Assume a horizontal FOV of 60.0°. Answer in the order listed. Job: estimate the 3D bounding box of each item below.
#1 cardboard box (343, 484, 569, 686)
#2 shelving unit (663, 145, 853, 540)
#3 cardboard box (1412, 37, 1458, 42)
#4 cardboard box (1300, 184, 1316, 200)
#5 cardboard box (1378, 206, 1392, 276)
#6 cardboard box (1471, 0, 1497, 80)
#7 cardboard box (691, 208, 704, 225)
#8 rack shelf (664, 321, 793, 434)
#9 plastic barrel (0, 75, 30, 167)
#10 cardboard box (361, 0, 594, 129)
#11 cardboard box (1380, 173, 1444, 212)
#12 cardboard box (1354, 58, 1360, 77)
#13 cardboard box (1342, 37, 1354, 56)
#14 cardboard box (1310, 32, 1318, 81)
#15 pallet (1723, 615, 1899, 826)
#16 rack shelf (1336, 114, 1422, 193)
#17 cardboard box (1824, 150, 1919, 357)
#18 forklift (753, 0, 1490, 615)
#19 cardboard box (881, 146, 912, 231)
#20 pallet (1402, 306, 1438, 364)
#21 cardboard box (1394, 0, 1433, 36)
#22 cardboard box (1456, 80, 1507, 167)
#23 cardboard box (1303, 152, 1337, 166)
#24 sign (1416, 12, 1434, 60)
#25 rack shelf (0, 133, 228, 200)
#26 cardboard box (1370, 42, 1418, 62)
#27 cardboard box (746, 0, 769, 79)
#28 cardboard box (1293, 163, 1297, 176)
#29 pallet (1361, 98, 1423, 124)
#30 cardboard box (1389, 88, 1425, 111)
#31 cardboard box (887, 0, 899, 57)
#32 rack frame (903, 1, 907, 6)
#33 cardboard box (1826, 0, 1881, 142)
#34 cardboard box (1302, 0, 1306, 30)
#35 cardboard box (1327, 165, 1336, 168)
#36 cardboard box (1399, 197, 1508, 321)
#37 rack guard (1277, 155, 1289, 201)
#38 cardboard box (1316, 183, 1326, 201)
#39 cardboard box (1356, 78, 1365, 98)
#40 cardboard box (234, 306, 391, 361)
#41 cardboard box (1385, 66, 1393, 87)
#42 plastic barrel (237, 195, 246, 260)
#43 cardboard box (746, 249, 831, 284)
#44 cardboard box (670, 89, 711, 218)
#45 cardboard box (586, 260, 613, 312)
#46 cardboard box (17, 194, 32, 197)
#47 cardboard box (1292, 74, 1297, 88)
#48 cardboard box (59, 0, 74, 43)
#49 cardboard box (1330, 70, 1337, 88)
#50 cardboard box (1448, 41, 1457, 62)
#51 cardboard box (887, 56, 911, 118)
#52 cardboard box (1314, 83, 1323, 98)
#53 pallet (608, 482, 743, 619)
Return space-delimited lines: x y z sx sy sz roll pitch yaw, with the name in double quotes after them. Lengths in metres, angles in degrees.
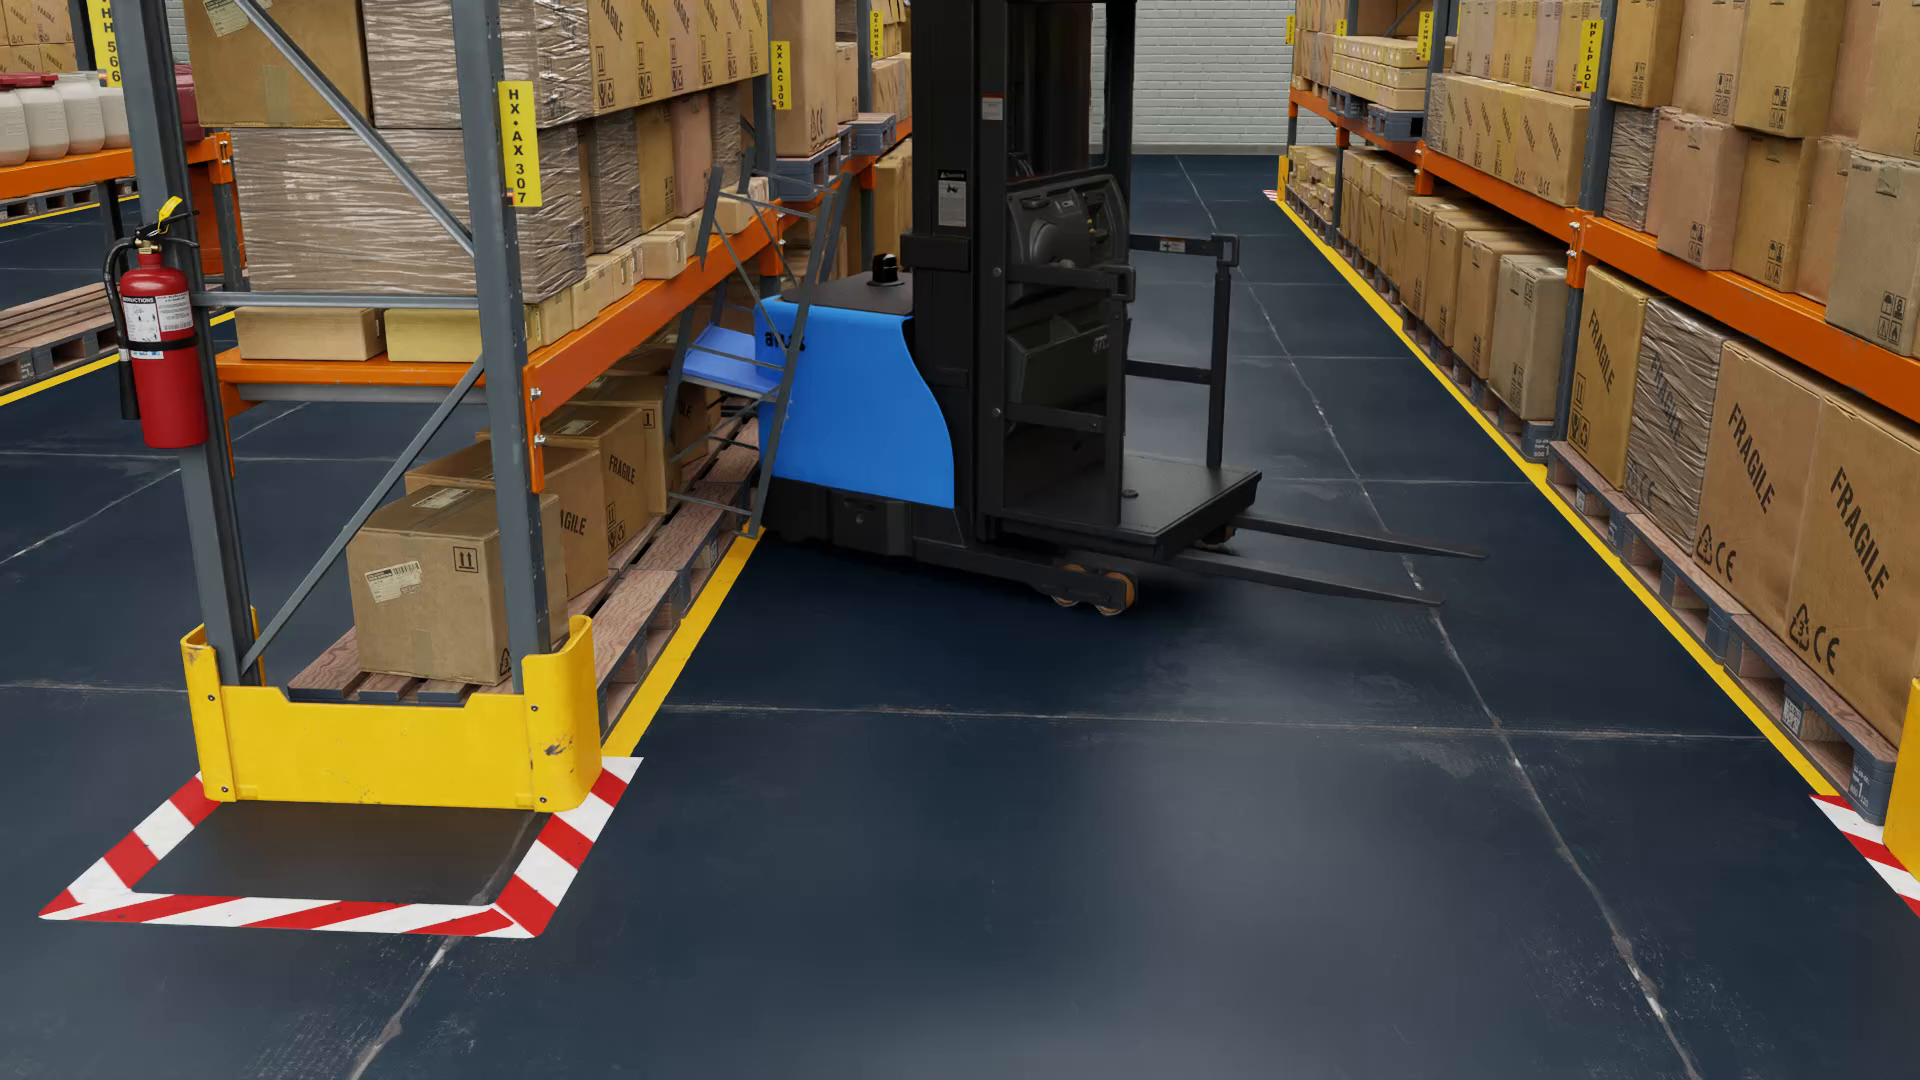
-1.657 0.138 5.523 0.500 0.500 0.500 5 19 14 "cardboard box"
-0.928 -0.911 7.411 0.538 1.500 1.048 14 17 -4 "shelving unit"
4.229 -4.392 14.782 0.380 0.149 0.250 1 18 2 "cardboard box"
3.908 -3.779 18.041 0.380 0.149 0.250 0 18 1 "cardboard box"
3.623 -2.382 13.215 0.500 0.500 0.500 2 18 6 "cardboard box"
3.718 -3.225 10.682 0.700 0.500 0.500 1 18 3 "cardboard box"
-1.293 -1.319 7.034 0.380 0.149 0.250 1 18 4 "cardboard box"
-0.973 -0.745 7.464 0.538 0.185 1.000 14 17 -4 "rack shelf"
-6.032 -2.594 10.304 0.433 0.535 0.433 0 18 0 "plastic barrel"
-1.407 -1.485 4.894 0.500 0.500 0.500 1 18 4 "cardboard box"
3.608 -2.742 13.110 0.500 0.250 0.500 2 18 5 "cardboard box"
3.506 -3.943 13.890 0.380 0.149 0.250 1 18 3 "cardboard box"
3.560 -4.326 14.581 0.380 0.149 0.250 1 18 4 "cardboard box"
3.970 -5.062 17.416 0.500 0.500 0.500 1 18 2 "cardboard box"
3.201 0.561 5.372 1.003 0.211 1.213 1 18 4 "pallet"
3.939 -3.278 13.765 1.077 0.370 4.000 1 18 4 "rack shelf"
3.221 -0.873 5.029 0.875 0.550 0.550 1 18 4 "cardboard box"
0.622 -1.286 6.640 3.031 2.935 1.130 11 21 30 "forklift"
-1.003 -2.821 13.954 1.225 0.875 0.875 1 18 4 "cardboard box"
3.664 -1.431 11.450 1.003 0.211 1.213 1 18 4 "pallet"
4.357 -5.040 15.743 0.500 0.500 0.500 2 18 5 "cardboard box"
3.423 -2.598 10.375 0.500 0.500 0.500 1 18 4 "cardboard box"
4.011 -4.213 18.413 0.380 0.149 0.250 0 18 1 "cardboard box"
3.253 -3.521 11.618 0.100 0.325 0.005 1 18 4 "sign"
-6.228 -2.288 10.745 1.077 0.370 4.000 1 18 4 "rack shelf"
3.451 -3.841 13.102 0.380 0.149 0.250 1 18 4 "cardboard box"
-1.189 -2.417 7.737 0.500 0.500 0.500 1 18 4 "cardboard box"
3.999 -4.229 18.938 0.380 0.149 0.250 1 18 4 "cardboard box"
3.896 -3.523 13.667 1.003 0.211 1.213 1 18 4 "pallet"
3.372 -3.242 12.230 0.380 0.149 0.250 2 18 5 "cardboard box"
-0.956 -4.496 14.555 0.797 0.503 0.637 1 18 5 "cardboard box"
-0.571 -5.626 19.774 1.000 3.000 0.127 1 18 4 "rack frame"
3.410 -1.557 5.382 0.875 0.550 0.550 1 18 4 "cardboard box"
4.042 -5.857 18.237 0.500 0.500 0.500 2 18 6 "cardboard box"
3.934 -3.722 16.912 0.380 0.149 0.250 2 18 6 "cardboard box"
3.662 -1.942 11.472 1.050 0.750 0.750 1 18 3 "cardboard box"
4.363 -4.272 19.658 1.175 0.500 0.348 1 18 4 "rack guard"
3.796 -3.500 16.714 0.380 0.149 0.250 1 18 2 "cardboard box"
3.485 -3.725 13.704 0.380 0.149 0.250 0 18 1 "cardboard box"
-1.904 -0.630 4.932 0.380 0.149 0.250 1 18 4 "cardboard box"
3.394 -3.467 12.438 0.380 0.149 0.250 2 18 6 "cardboard box"
-6.116 -2.599 13.857 0.421 0.512 0.421 0 18 0 "plastic barrel"
-1.234 -1.605 10.811 0.700 0.500 0.500 3 18 9 "cardboard box"
-1.532 -1.637 6.964 0.875 0.500 0.500 1 18 4 "cardboard box"
-1.393 -0.853 5.612 0.380 0.149 0.250 1 18 4 "cardboard box"
-10.441 -3.863 18.238 0.380 0.166 0.250 1 18 4 "cardboard box"
4.019 -5.271 19.095 0.380 0.149 0.250 1 18 3 "cardboard box"
-10.277 -5.908 18.870 0.500 0.500 0.500 2 18 5 "cardboard box"
3.595 -4.209 15.181 0.380 0.149 0.250 0 18 1 "cardboard box"
4.114 -3.909 13.310 0.380 0.149 0.250 2 18 6 "cardboard box"
-0.692 -3.963 14.541 0.500 0.500 0.500 1 18 3 "cardboard box"
3.909 -4.703 17.362 0.380 0.149 0.250 2 18 5 "cardboard box"
-1.529 0.016 7.036 1.003 0.211 1.213 1 18 4 "pallet"
